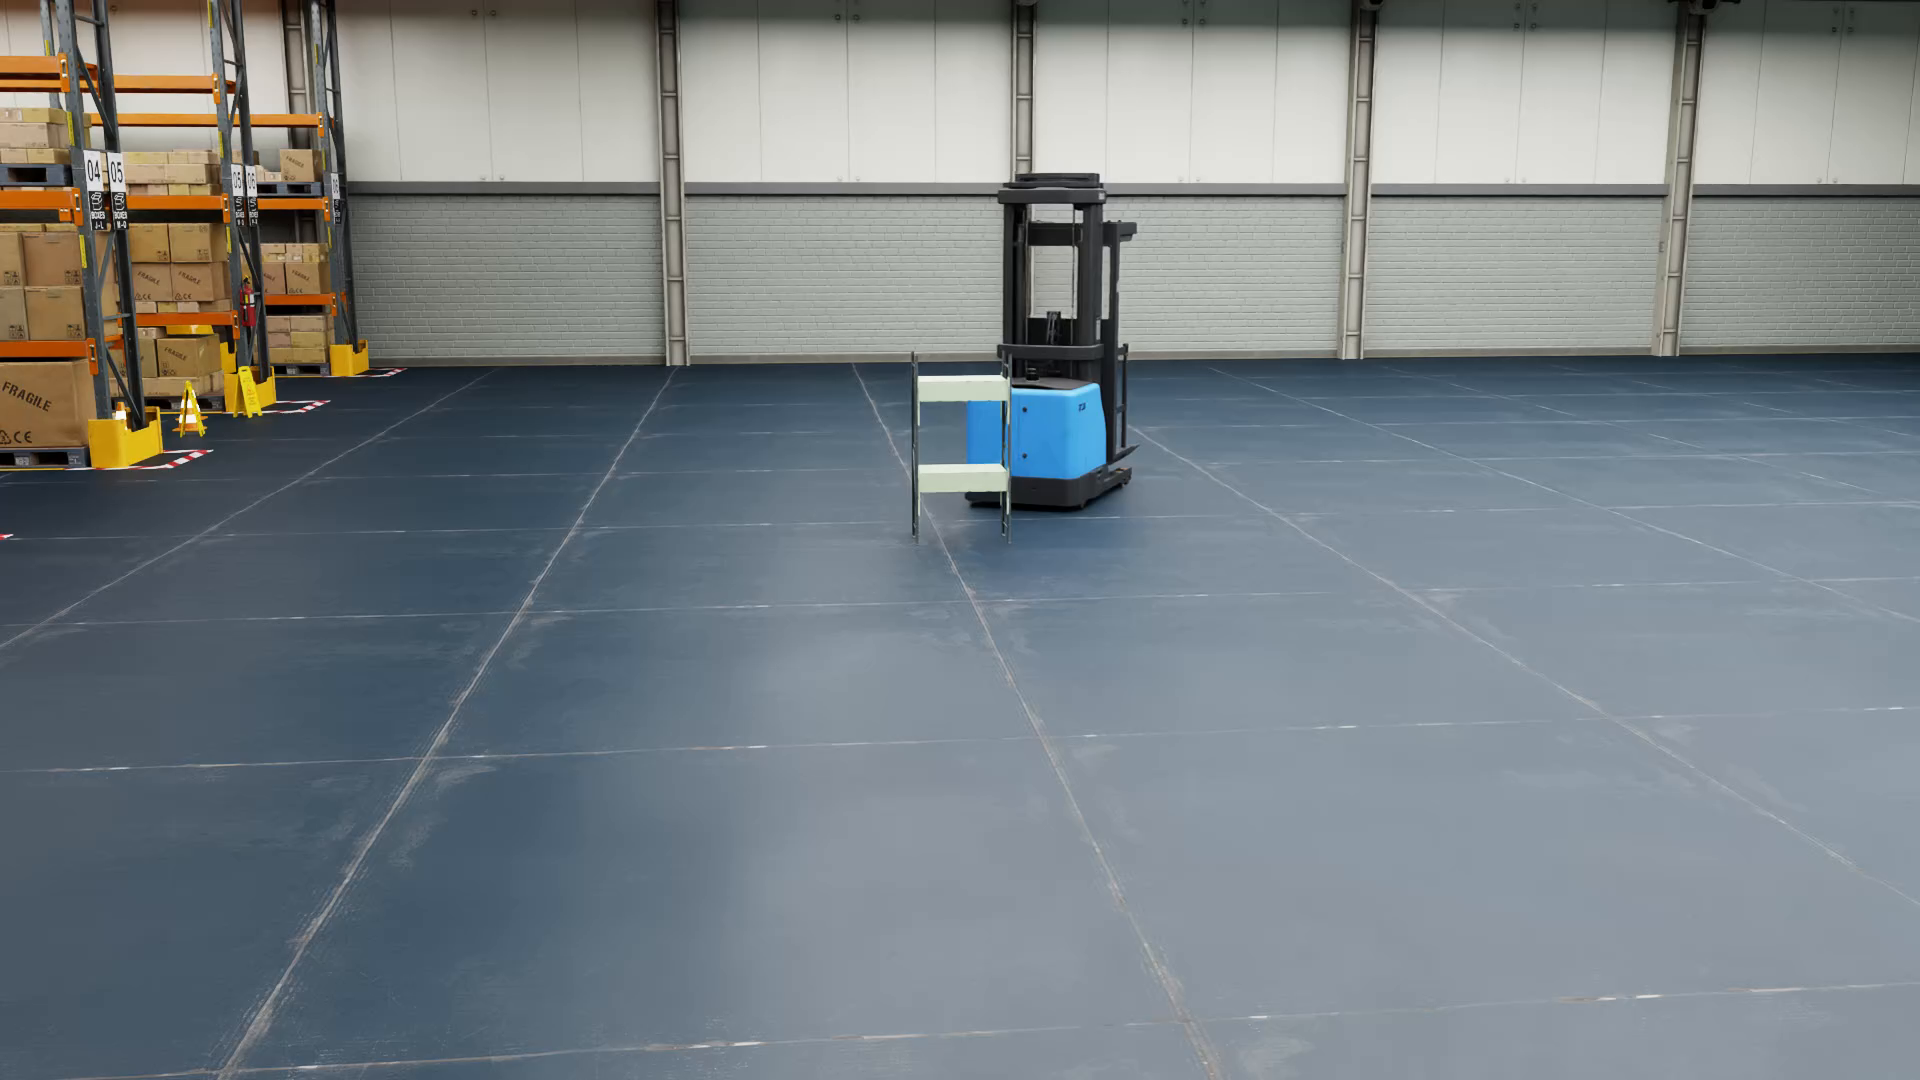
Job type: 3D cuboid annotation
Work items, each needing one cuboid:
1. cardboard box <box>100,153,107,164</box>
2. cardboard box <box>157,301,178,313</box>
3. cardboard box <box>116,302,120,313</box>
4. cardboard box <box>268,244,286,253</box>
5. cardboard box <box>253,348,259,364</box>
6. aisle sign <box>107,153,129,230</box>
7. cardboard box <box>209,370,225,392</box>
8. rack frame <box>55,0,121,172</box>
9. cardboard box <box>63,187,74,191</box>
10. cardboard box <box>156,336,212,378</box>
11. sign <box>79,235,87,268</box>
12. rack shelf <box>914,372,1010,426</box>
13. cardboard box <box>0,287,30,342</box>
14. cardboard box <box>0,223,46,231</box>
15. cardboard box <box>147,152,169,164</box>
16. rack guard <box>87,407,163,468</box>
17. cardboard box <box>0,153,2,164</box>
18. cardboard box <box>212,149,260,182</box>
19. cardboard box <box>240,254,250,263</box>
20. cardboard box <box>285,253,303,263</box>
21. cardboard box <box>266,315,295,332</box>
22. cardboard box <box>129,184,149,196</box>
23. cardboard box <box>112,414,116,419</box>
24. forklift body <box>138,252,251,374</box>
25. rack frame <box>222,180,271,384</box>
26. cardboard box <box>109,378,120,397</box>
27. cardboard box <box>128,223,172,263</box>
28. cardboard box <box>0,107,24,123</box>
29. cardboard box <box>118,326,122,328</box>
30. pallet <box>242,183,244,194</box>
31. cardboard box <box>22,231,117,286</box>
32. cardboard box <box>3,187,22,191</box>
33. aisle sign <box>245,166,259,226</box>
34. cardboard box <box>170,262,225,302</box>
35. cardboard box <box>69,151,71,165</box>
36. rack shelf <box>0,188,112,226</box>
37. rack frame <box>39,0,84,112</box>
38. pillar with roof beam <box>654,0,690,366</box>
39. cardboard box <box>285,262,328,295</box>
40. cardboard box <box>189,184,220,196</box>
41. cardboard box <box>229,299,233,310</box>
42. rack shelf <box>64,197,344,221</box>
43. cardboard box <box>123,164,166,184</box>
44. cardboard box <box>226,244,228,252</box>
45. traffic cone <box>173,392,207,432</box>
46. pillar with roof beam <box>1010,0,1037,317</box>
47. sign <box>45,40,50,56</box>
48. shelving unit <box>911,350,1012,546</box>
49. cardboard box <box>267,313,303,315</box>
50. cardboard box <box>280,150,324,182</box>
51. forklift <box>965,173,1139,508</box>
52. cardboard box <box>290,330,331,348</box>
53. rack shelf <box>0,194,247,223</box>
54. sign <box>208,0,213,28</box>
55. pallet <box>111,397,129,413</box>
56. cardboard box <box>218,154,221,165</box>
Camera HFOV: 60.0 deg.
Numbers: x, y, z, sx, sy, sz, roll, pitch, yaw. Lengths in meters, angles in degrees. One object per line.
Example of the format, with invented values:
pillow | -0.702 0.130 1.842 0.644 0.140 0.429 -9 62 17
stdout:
cardboard box | -11.096 -4.942 21.539 0.250 0.149 0.380 -2 11 -8
cardboard box | -10.361 -3.073 21.872 0.250 0.149 0.380 -1 11 -7
cardboard box | -11.128 -3.060 21.810 0.250 0.149 0.380 -1 11 -7
cardboard box | -10.887 -4.668 26.624 0.250 0.149 0.380 -1 11 -5
cardboard box | -11.481 -2.994 26.858 0.500 0.250 0.500 -1 11 -5
aisle sign | -8.842 -3.660 17.469 0.004 0.787 0.394 -1 11 -6
cardboard box | -10.347 -2.166 22.647 0.500 0.250 0.500 -1 11 -7
rack frame | -8.880 -5.269 16.841 0.127 3.000 1.000 -1 11 -6
cardboard box | -11.362 -4.519 21.456 0.250 0.149 0.380 -1 11 -7
cardboard box | -10.283 -2.431 22.051 0.500 0.500 0.500 -1 11 -6
sign | -8.835 -2.905 16.755 0.005 0.325 0.100 -1 11 -6
rack shelf | 0.007 -1.119 13.149 0.720 0.370 0.431 -1 11 -6
cardboard box | -9.788 -2.367 17.242 0.550 0.550 0.875 -1 11 -6
cardboard box | -12.018 -3.854 21.574 0.500 0.500 0.700 -1 11 -7
cardboard box | -10.332 -4.942 21.537 0.250 0.149 0.380 -1 11 -7
rack guard | -8.856 -1.099 17.664 0.348 0.500 1.175 -1 11 -6
cardboard box | -9.680 -3.846 16.685 0.250 0.149 0.380 -1 11 -5
cardboard box | -11.497 -5.942 26.435 0.500 0.500 0.700 -1 11 -6
cardboard box | -11.393 -4.508 26.584 0.250 0.149 0.380 -2 11 -8
cardboard box | -10.620 -4.520 26.641 0.250 0.149 0.380 -1 11 -5
cardboard box | -10.986 -3.491 26.795 0.500 0.250 0.500 -1 11 -5
cardboard box | -10.610 -4.557 21.647 0.250 0.149 0.380 -1 11 -6
cardboard box | -10.599 -1.459 20.404 0.250 0.149 0.380 5 12 23
forklift body | -11.743 -3.418 25.181 1.214 2.155 2.313 -1 11 -6
rack frame | -9.515 -3.272 22.238 0.127 3.000 1.000 -1 11 -6
cardboard box | -11.325 -2.040 22.006 0.500 0.250 0.500 -2 11 -8
cardboard box | -10.503 -3.896 21.790 0.500 0.500 0.700 -1 11 -6
cardboard box | -9.427 -4.243 16.636 0.250 0.149 0.380 -1 11 -6
cardboard box | -11.153 -2.719 21.834 0.250 0.149 0.380 -1 11 -4
pallet | -11.976 -5.617 26.617 1.213 0.211 1.003 -1 11 -6
cardboard box | -9.253 -2.928 17.300 0.550 0.550 0.875 -1 11 -6
cardboard box | -12.134 -4.519 21.455 0.250 0.149 0.380 -2 11 -8
aisle sign | -9.487 -4.609 22.296 0.004 0.787 0.394 -1 11 -6
cardboard box | -10.025 -3.403 21.873 0.500 0.500 0.500 -1 11 -7
cardboard box | -9.255 -3.983 17.381 0.250 0.149 0.380 -1 11 -6
rack shelf | -10.868 -3.402 16.988 4.000 0.370 1.077 -1 11 -6
rack frame | -14.031 -7.085 26.077 0.127 3.000 1.000 -1 11 -6
pillar with roof beam | -4.414 -6.626 23.742 0.548 9.000 9.100 -1 11 -6
cardboard box | -10.516 -4.213 26.761 0.500 0.500 0.500 -1 11 -7
cardboard box | -9.839 -4.560 21.662 0.250 0.149 0.380 -1 11 -6
cardboard box | -9.875 -3.182 22.428 0.250 0.149 0.380 -1 11 -6
rack shelf | -12.043 -5.301 26.648 4.000 0.370 1.077 -1 11 -6
cardboard box | -10.496 -4.747 21.578 0.500 0.250 0.500 -1 11 -7
cardboard box | -11.646 -4.644 26.502 0.250 0.149 0.380 -1 11 -5
traffic cone | -9.345 -1.566 20.132 0.334 0.463 0.336 -1 11 -6
pillar with roof beam | 1.550 -6.751 24.378 0.548 9.000 9.100 -1 11 -6
sign | -13.961 -7.478 25.451 0.005 0.325 0.100 -1 11 -6
shelving unit | 0.007 -0.736 13.224 0.755 1.500 0.431 -1 11 -6
cardboard box | -11.049 -3.587 27.285 0.500 0.250 0.500 -1 11 -6
cardboard box | -10.468 -5.944 26.446 0.500 0.500 0.500 -1 11 -4
forklift | 1.024 -1.963 15.753 1.130 2.935 3.031 4 12 20
cardboard box | -10.505 -3.256 26.899 0.500 0.250 0.500 -1 11 -7
rack shelf | -11.503 -4.350 21.806 4.000 0.370 1.077 -1 11 -6
sign | -9.475 -6.645 21.010 0.005 0.325 0.100 -1 11 -6
pallet | -11.612 -1.868 22.321 1.213 0.211 1.003 -1 11 -6
cardboard box | -9.890 -5.044 22.057 0.250 0.149 0.380 -1 11 -6
